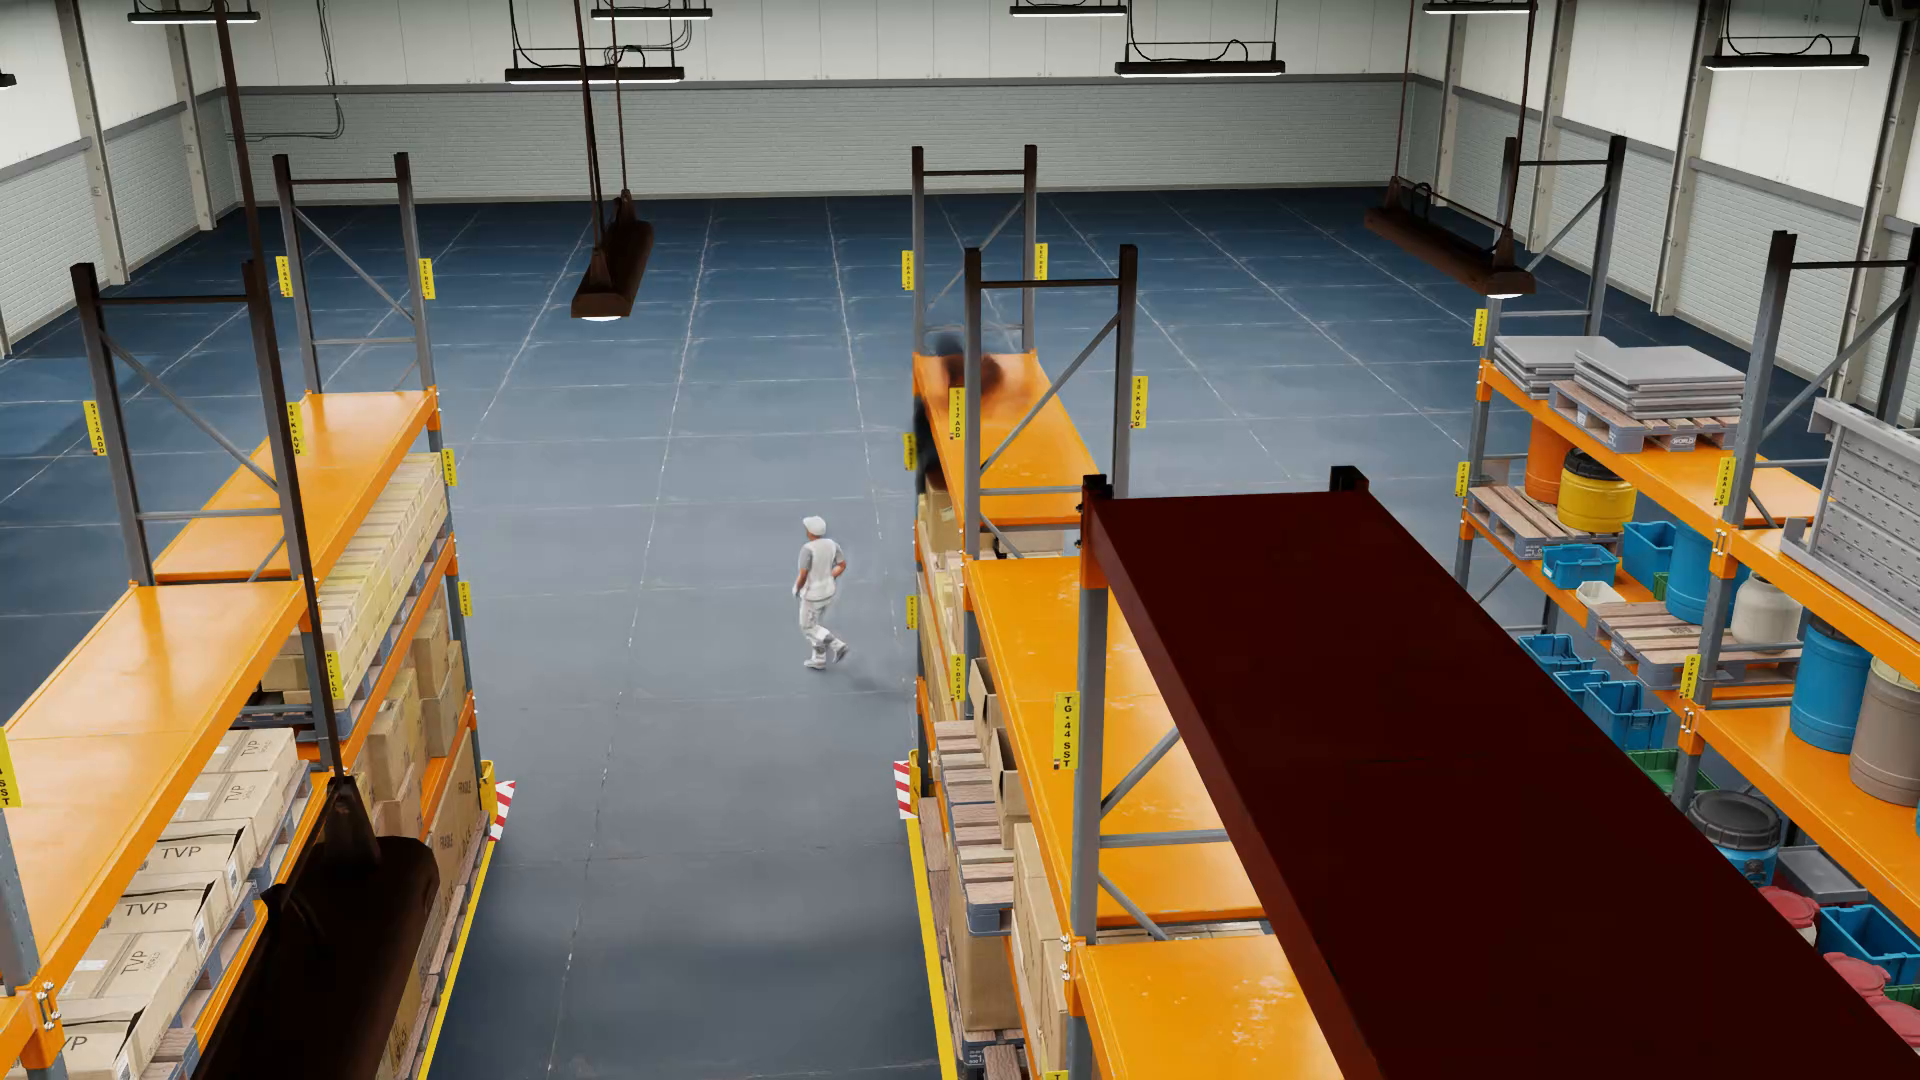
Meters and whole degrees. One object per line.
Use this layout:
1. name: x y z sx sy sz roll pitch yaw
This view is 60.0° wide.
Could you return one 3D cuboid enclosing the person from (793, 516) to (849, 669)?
1. person: -1.448 0.618 17.721 0.689 1.775 0.662 17 27 37
